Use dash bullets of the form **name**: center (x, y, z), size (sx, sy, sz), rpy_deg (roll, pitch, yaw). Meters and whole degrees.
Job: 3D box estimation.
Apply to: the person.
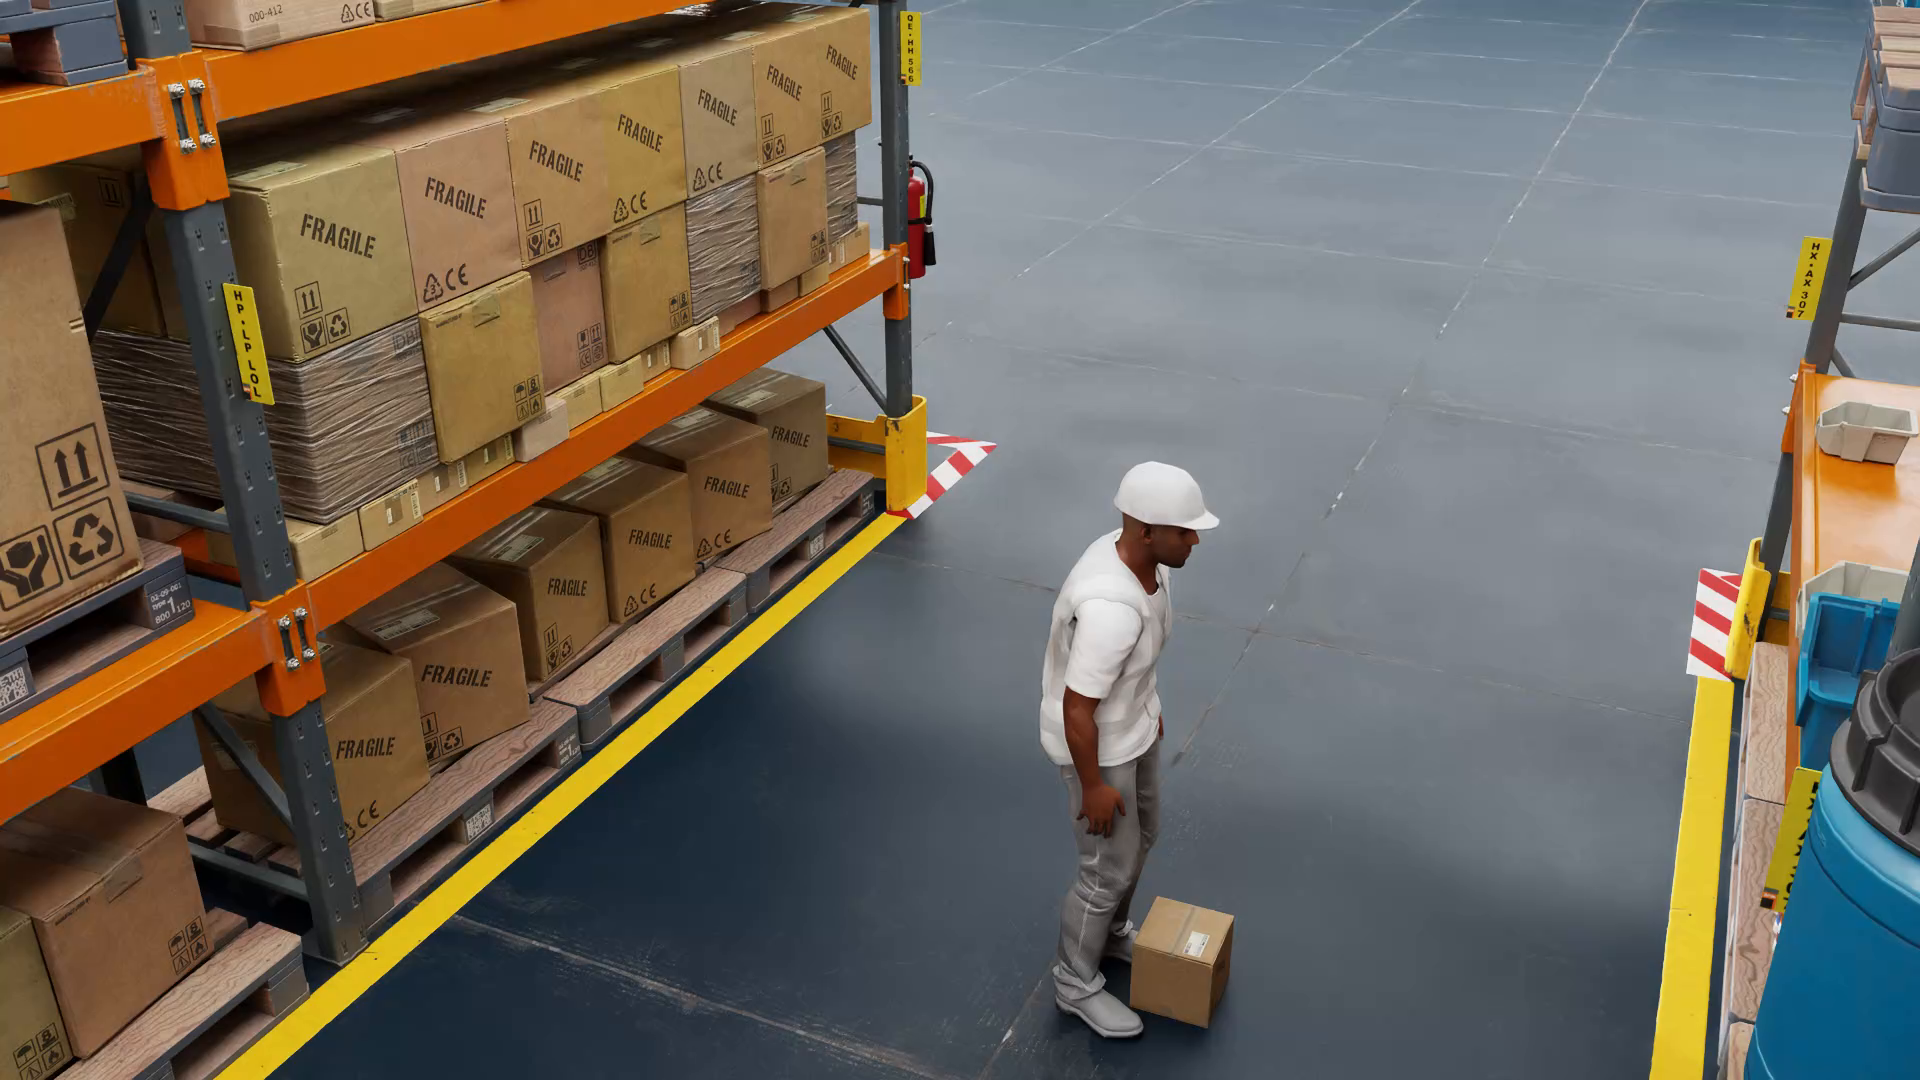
- **person**: center (0.476, 0.587, 4.888), size (0.463, 1.759, 0.627), rpy_deg (10, 28, 19)
